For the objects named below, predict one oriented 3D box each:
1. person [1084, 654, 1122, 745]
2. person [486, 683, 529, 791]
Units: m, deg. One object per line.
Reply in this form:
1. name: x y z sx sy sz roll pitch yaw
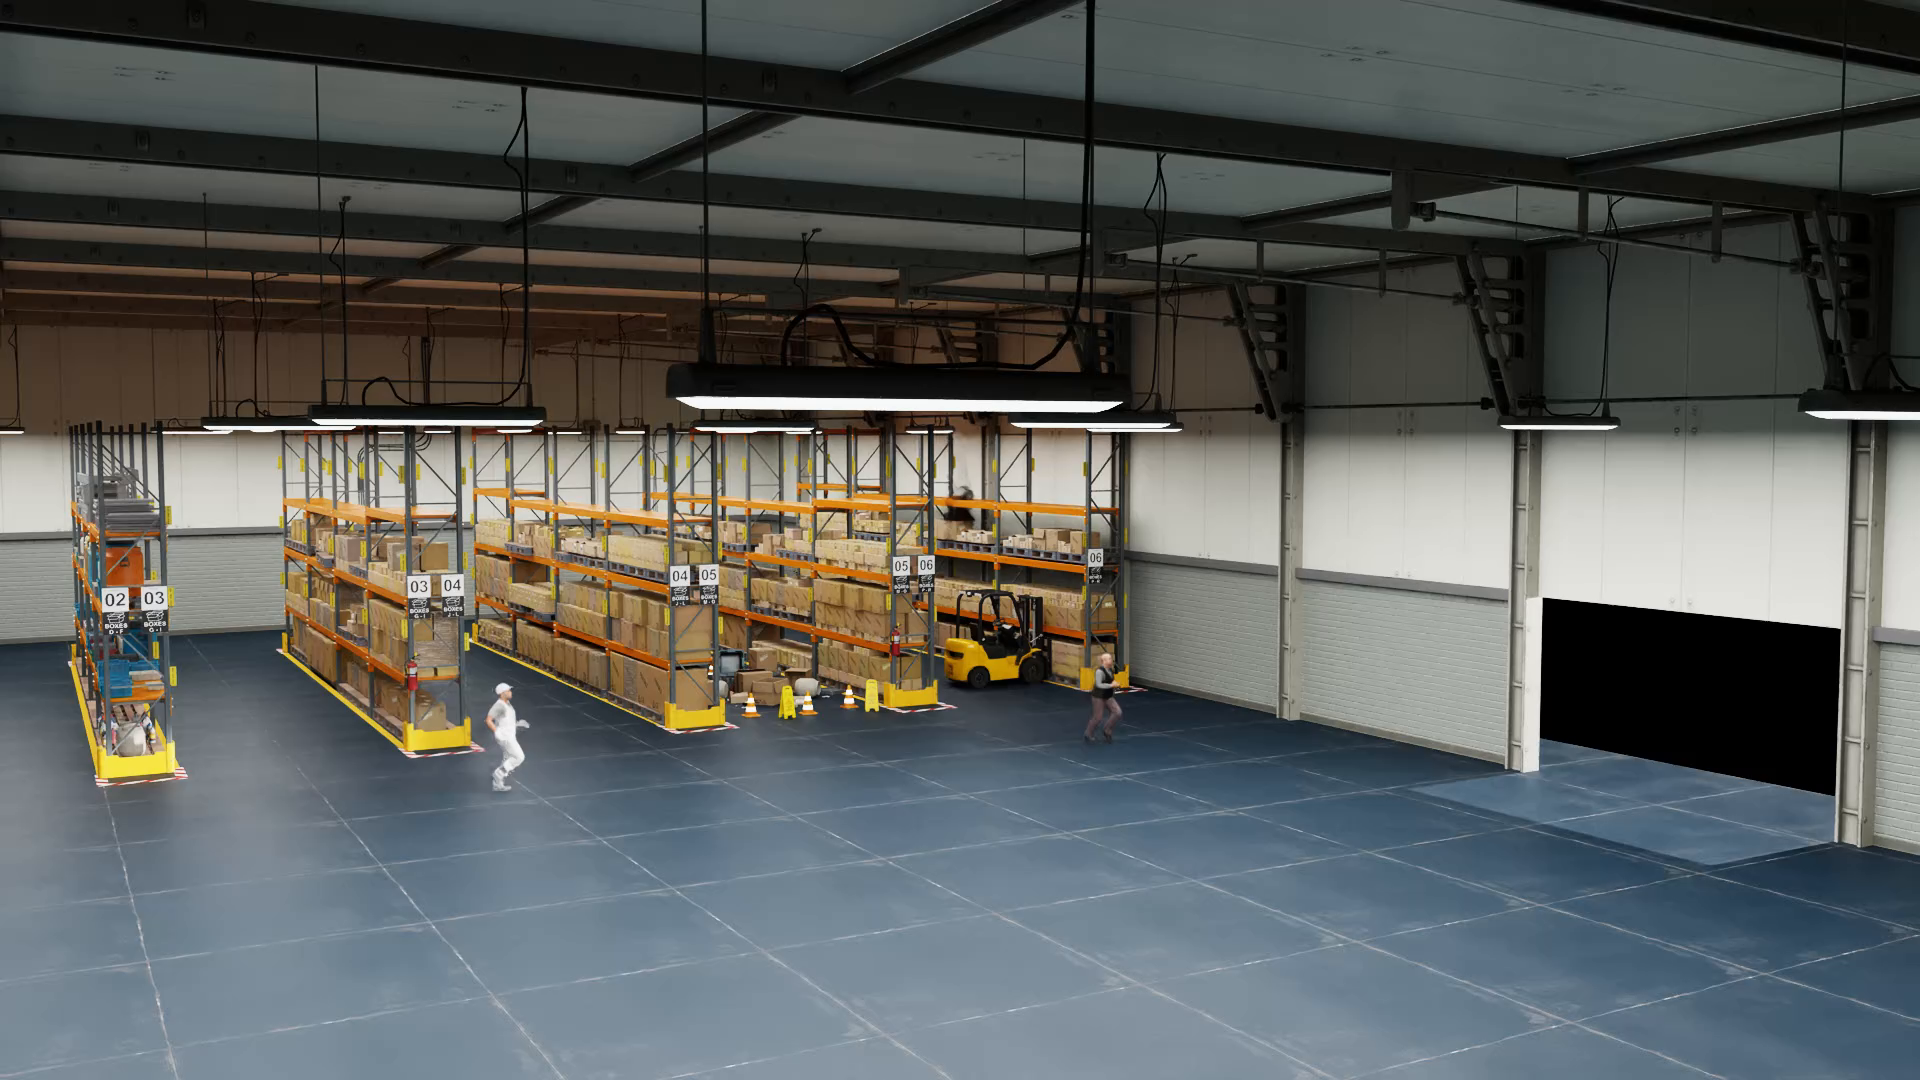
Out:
1. person: 2.665 2.954 30.905 0.808 1.713 0.682 2 4 35
2. person: -7.270 3.178 26.826 0.603 1.739 0.664 0 4 -4
